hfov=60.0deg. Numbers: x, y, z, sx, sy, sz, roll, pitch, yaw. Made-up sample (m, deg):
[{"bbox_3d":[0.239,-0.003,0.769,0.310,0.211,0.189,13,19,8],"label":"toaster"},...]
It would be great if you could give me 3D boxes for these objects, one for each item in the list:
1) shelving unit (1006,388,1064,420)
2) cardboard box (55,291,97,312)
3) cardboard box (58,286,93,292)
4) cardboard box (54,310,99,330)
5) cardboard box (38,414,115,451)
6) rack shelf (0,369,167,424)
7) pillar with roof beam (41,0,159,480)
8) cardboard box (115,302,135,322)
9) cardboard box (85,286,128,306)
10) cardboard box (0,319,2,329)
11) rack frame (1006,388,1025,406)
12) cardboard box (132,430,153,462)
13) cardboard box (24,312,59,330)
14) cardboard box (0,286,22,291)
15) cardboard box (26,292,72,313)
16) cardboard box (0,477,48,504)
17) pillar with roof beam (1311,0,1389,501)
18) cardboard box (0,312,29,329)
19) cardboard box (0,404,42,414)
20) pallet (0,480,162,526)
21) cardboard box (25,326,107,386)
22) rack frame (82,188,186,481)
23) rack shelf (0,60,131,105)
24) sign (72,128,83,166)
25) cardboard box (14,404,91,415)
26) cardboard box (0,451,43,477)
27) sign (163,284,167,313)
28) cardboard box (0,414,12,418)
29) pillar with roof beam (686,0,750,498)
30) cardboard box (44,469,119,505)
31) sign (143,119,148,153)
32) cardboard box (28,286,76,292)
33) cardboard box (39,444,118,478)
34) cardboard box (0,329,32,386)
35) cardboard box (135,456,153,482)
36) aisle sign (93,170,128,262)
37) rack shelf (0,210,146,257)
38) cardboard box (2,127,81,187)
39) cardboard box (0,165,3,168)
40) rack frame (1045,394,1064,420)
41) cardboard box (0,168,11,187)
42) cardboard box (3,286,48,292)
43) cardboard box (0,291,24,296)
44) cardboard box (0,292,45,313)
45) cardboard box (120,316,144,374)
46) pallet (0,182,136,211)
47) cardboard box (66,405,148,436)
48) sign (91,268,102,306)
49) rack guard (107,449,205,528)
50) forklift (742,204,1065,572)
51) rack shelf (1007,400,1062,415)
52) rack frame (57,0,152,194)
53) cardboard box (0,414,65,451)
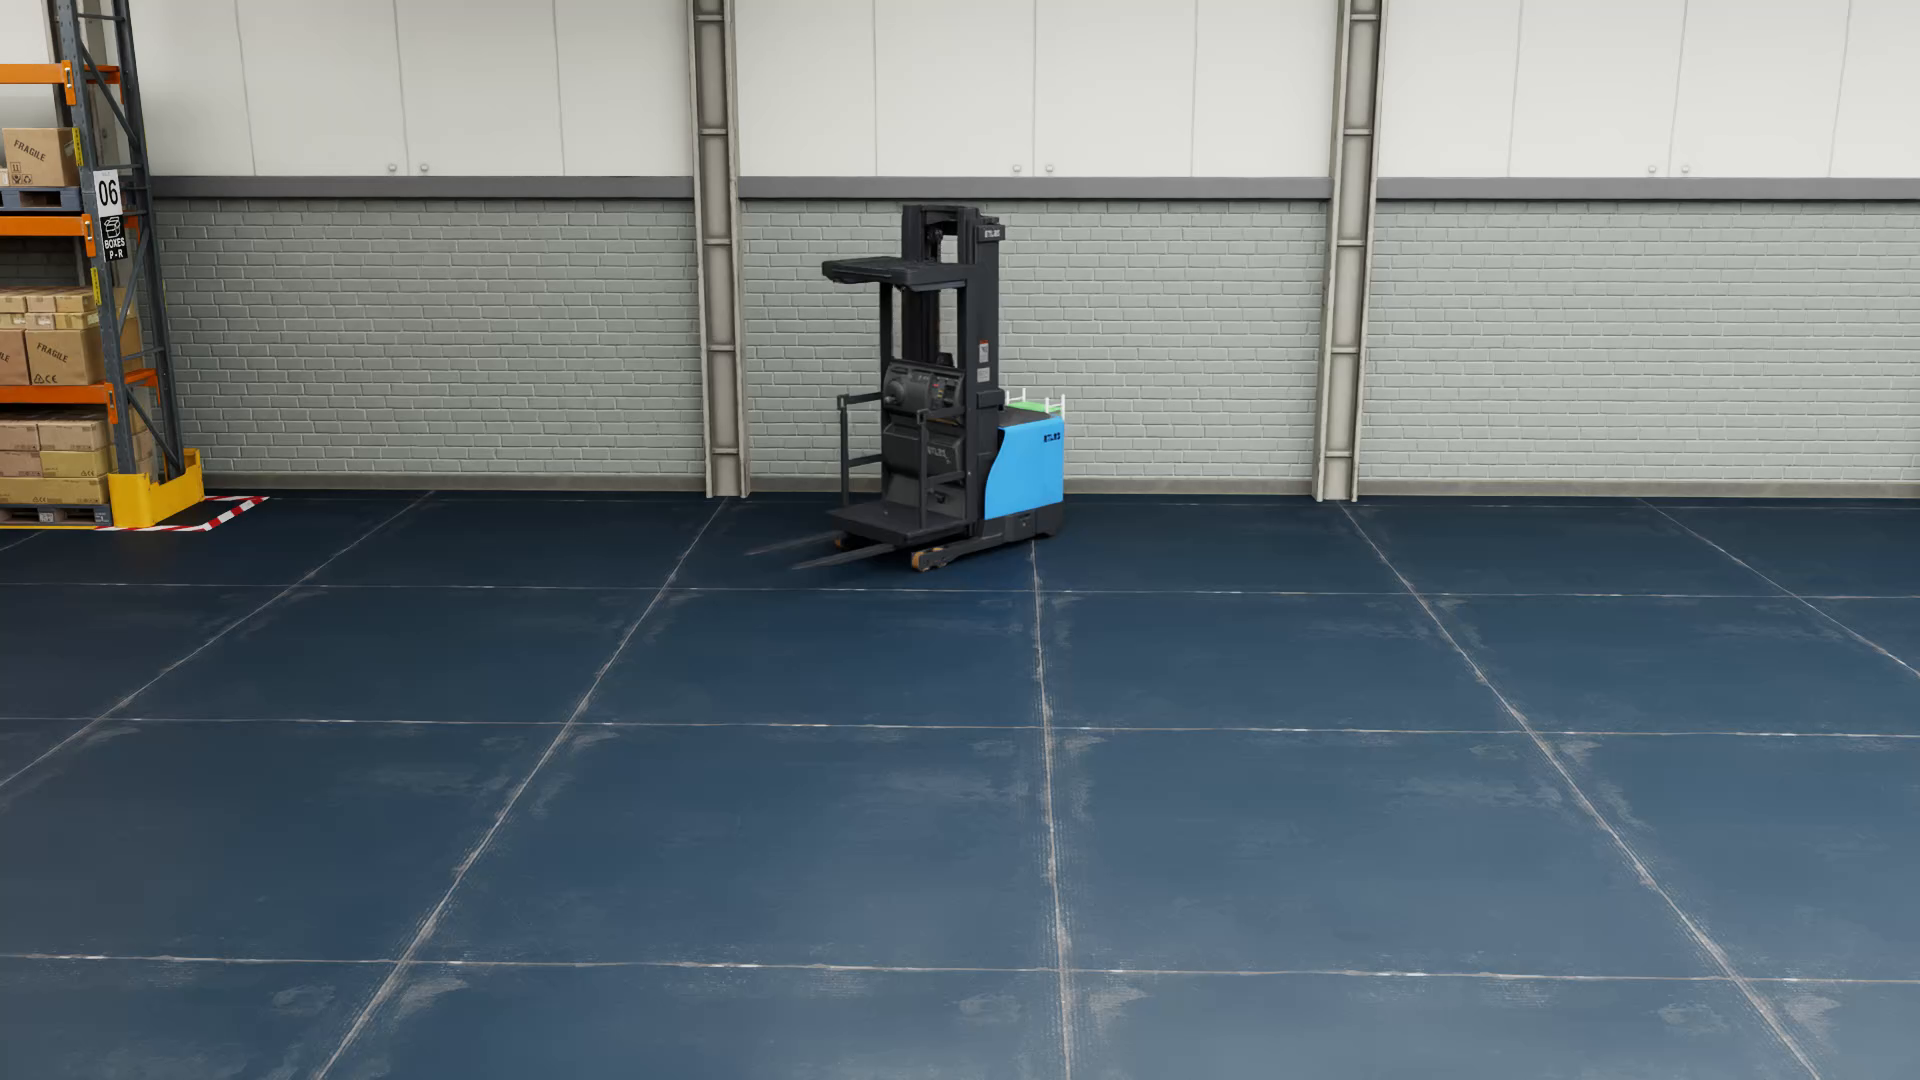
[{"bbox_3d":[0.690,-0.769,15.404,0.258,1.200,0.503,-14,20,-43],"label":"shelving unit"},{"bbox_3d":[-7.994,-2.166,15.119,0.250,0.149,0.380,0,15,2],"label":"cardboard box"},{"bbox_3d":[-8.225,-2.292,15.596,0.250,0.149,0.380,1,15,3],"label":"cardboard box"},{"bbox_3d":[-7.984,-2.004,15.090,0.250,0.149,0.380,1,15,2],"label":"cardboard box"},{"bbox_3d":[-8.099,-0.992,15.327,0.500,0.250,0.500,1,15,3],"label":"cardboard box"},{"bbox_3d":[-9.630,-1.377,15.589,4.000,0.370,1.077,0,15,1],"label":"rack shelf"},{"bbox_3d":[-8.413,-3.749,11.409,0.400,9.000,9.100,0,15,1],"label":"pillar with roof beam"},{"bbox_3d":[-7.963,-2.142,15.611,0.250,0.149,0.380,0,15,0],"label":"cardboard box"},{"bbox_3d":[-7.961,-2.274,15.529,0.250,0.149,0.380,0,15,0],"label":"cardboard box"},{"bbox_3d":[-8.746,-2.020,15.150,0.250,0.149,0.380,0,15,1],"label":"cardboard box"},{"bbox_3d":[0.518,-0.813,15.571,0.240,1.200,0.015,-14,20,-43],"label":"rack frame"},{"bbox_3d":[-8.095,-0.883,15.893,0.500,0.250,0.500,1,15,2],"label":"cardboard box"},{"bbox_3d":[-8.240,-1.998,15.067,0.250,0.149,0.380,1,15,2],"label":"cardboard box"},{"bbox_3d":[-8.997,-2.283,15.564,0.250,0.149,0.380,1,15,3],"label":"cardboard box"},{"bbox_3d":[-8.241,-2.160,15.095,0.250,0.149,0.380,0,15,2],"label":"cardboard box"},{"bbox_3d":[-8.605,-0.513,15.472,0.500,0.250,0.500,0,15,1],"label":"cardboard box"},{"bbox_3d":[3.583,-3.671,11.113,0.400,9.000,9.100,0,15,1],"label":"pillar with roof beam"},{"bbox_3d":[-8.498,-2.016,15.133,0.250,0.149,0.380,1,15,2],"label":"cardboard box"},{"bbox_3d":[-9.105,-1.128,15.843,0.500,0.250,0.500,0,15,1],"label":"cardboard box"},{"bbox_3d":[-8.396,-0.358,15.782,1.213,0.211,1.003,0,15,1],"label":"pallet"},{"bbox_3d":[-8.129,-1.696,15.193,0.500,0.500,0.500,0,15,0],"label":"cardboard box"},{"bbox_3d":[-7.630,-1.712,15.447,0.127,3.000,1.000,0,15,1],"label":"rack frame"},{"bbox_3d":[-9.630,-4.084,14.874,4.000,0.370,1.077,0,15,1],"label":"rack shelf"},{"bbox_3d":[-7.658,-3.414,14.438,0.005,0.325,0.100,0,15,1],"label":"sign"},{"bbox_3d":[-8.606,-1.122,15.821,0.500,0.250,0.500,0,15,2],"label":"cardboard box"},{"bbox_3d":[-8.626,-0.756,15.414,0.500,0.250,0.500,0,15,1],"label":"cardboard box"},{"bbox_3d":[-7.610,-2.310,15.863,0.005,0.325,0.100,0,15,1],"label":"sign"},{"bbox_3d":[-9.114,-0.995,15.337,0.500,0.250,0.500,1,15,2],"label":"cardboard box"},{"bbox_3d":[-2.415,-3.710,11.261,0.400,9.000,9.100,0,15,1],"label":"pillar with roof beam"},{"bbox_3d":[-8.108,-0.508,15.451,0.500,0.250,0.500,0,15,2],"label":"cardboard box"},{"bbox_3d":[-7.610,-3.764,15.480,0.005,0.325,0.100,0,15,1],"label":"sign"},{"bbox_3d":[-8.486,-2.282,15.561,0.250,0.149,0.380,1,15,2],"label":"cardboard box"},{"bbox_3d":[-8.125,-0.750,15.391,0.500,0.250,0.500,0,15,1],"label":"cardboard box"},{"bbox_3d":[-8.647,-1.702,15.215,0.500,0.500,0.500,1,15,3],"label":"cardboard box"},{"bbox_3d":[-8.116,-0.638,15.946,0.500,0.250,0.500,0,15,2],"label":"cardboard box"},{"bbox_3d":[-7.572,-2.893,14.830,0.004,0.787,0.394,0,15,1],"label":"aisle sign"},{"bbox_3d":[-9.630,-2.827,15.206,4.000,0.370,1.077,0,15,1],"label":"rack shelf"},{"bbox_3d":[-8.079,-3.402,14.761,0.500,0.500,0.500,1,15,3],"label":"cardboard box"},{"bbox_3d":[-8.720,-3.278,14.749,0.258,0.266,0.396,0,15,2],"label":"cardboard box"},{"bbox_3d":[0.862,-0.725,15.236,0.240,1.200,0.015,-14,20,-43],"label":"rack frame"},{"bbox_3d":[-8.466,-3.220,14.757,0.250,0.149,0.380,0,15,0],"label":"cardboard box"},{"bbox_3d":[-8.733,-2.288,15.581,0.250,0.149,0.380,0,15,2],"label":"cardboard box"},{"bbox_3d":[-8.750,-2.175,15.154,0.250,0.149,0.380,0,15,2],"label":"cardboard box"},{"bbox_3d":[-8.503,-2.154,15.075,0.250,0.149,0.380,1,15,3],"label":"cardboard box"},{"bbox_3d":[-8.118,-1.834,15.715,0.500,0.500,0.500,1,15,3],"label":"cardboard box"},{"bbox_3d":[-8.336,-3.130,15.119,1.213,0.211,1.003,0,15,1],"label":"pallet"},{"bbox_3d":[-8.106,-1.120,15.812,0.500,0.250,0.500,0,15,1],"label":"cardboard box"},{"bbox_3d":[-7.658,-2.248,14.745,0.005,0.325,0.100,0,15,1],"label":"sign"},{"bbox_3d":[-7.606,-0.503,15.766,0.348,0.500,1.175,0,15,1],"label":"rack guard"},{"bbox_3d":[-0.463,-1.302,14.029,3.031,2.935,1.130,-14,20,-42],"label":"forklift"},{"bbox_3d":[0.690,-1.172,15.297,0.258,0.148,0.480,-14,20,-43],"label":"rack shelf"},{"bbox_3d":[-7.630,-4.612,14.682,0.127,3.000,1.000,0,15,1],"label":"rack frame"},{"bbox_3d":[-8.609,-0.994,15.334,0.500,0.250,0.500,1,15,2],"label":"cardboard box"}]
